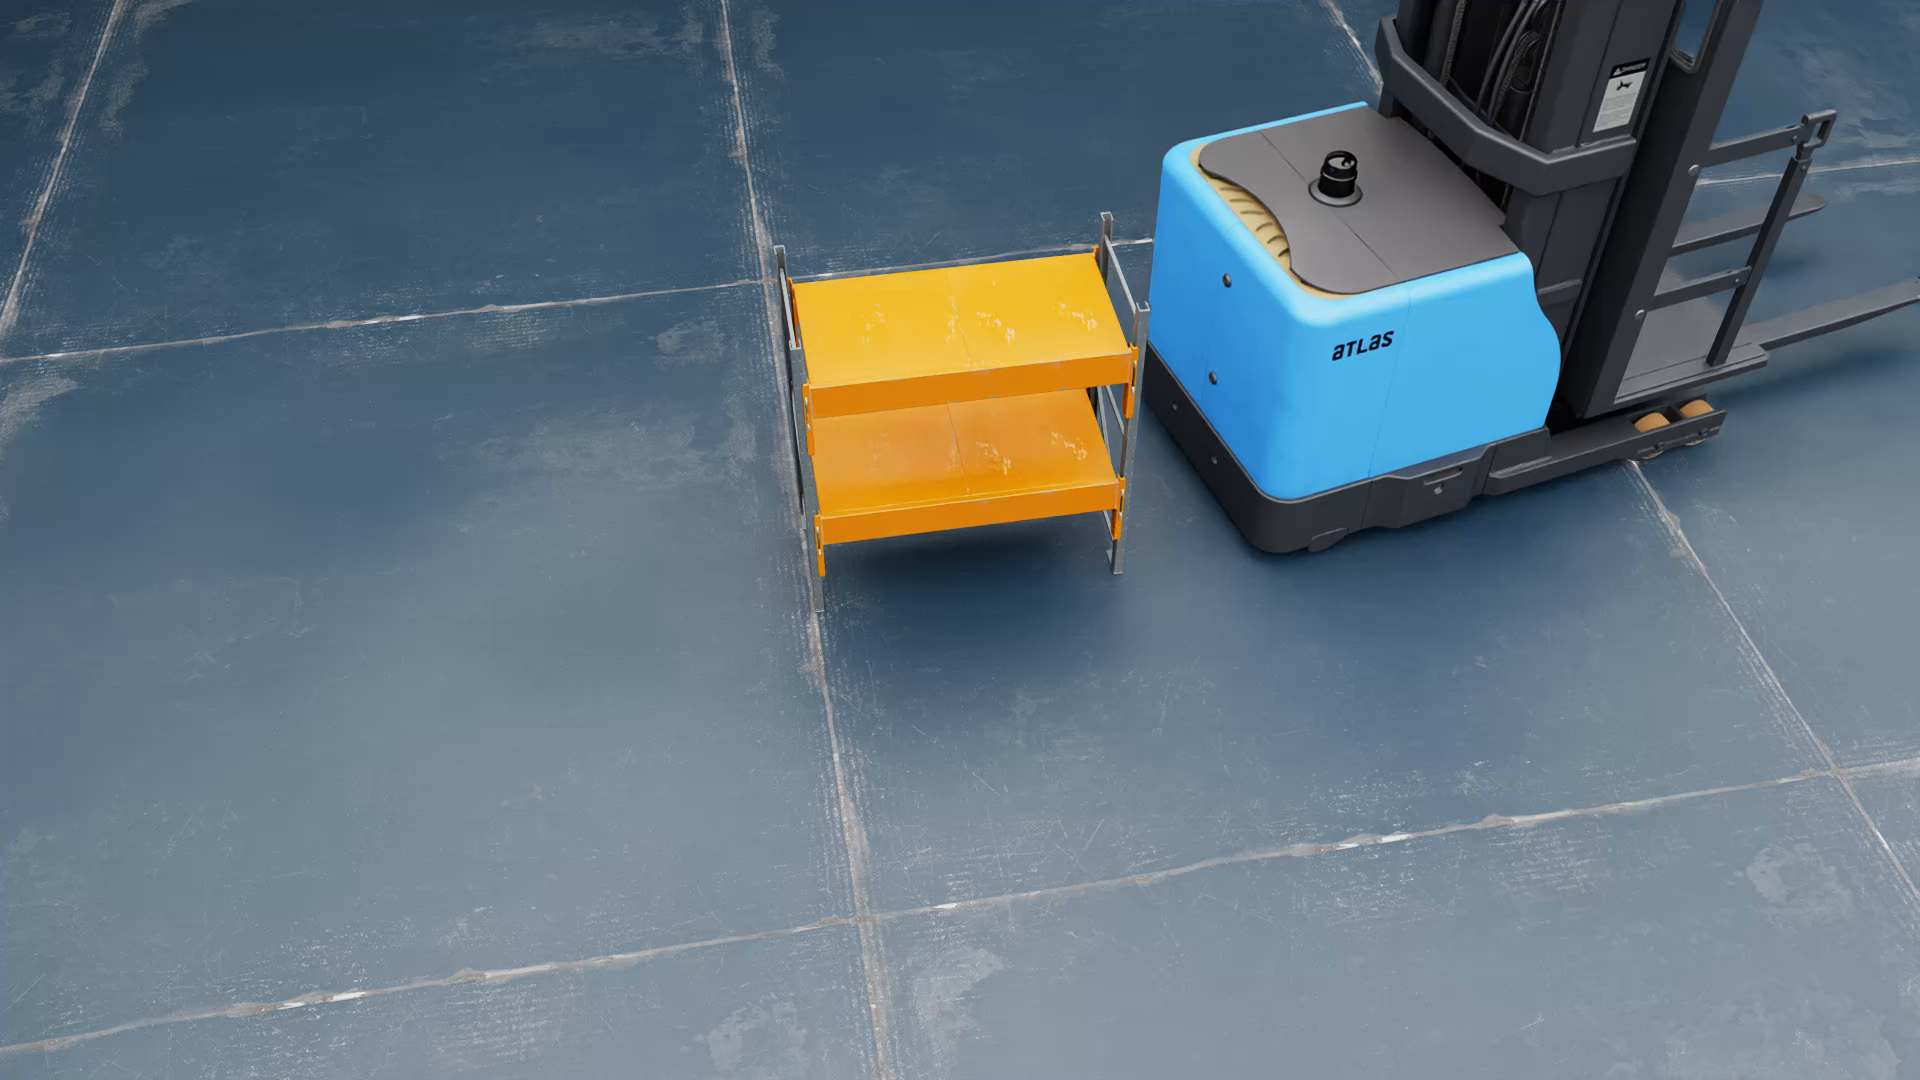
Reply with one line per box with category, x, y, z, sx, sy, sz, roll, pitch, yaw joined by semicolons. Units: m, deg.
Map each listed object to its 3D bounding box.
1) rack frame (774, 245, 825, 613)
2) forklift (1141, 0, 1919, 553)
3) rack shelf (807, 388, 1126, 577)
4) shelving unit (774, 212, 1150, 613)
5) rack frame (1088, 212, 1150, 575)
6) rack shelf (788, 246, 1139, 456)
rack frame;-0.508;-0.327;5.284;0.032;1.125;0.500;-7;46;-7
forklift;2.230;-1.651;5.305;3.031;2.935;1.130;-16;48;-15
rack shelf;-0.007;-0.220;5.520;1.000;0.278;0.538;-7;46;-7
shelving unit;-0.007;-0.389;5.344;1.048;1.125;0.538;-7;46;-7
rack frame;0.494;-0.452;5.404;0.032;1.125;0.500;-7;46;-7
rack shelf;-0.007;-0.593;5.133;1.000;0.278;0.538;-7;46;-7
